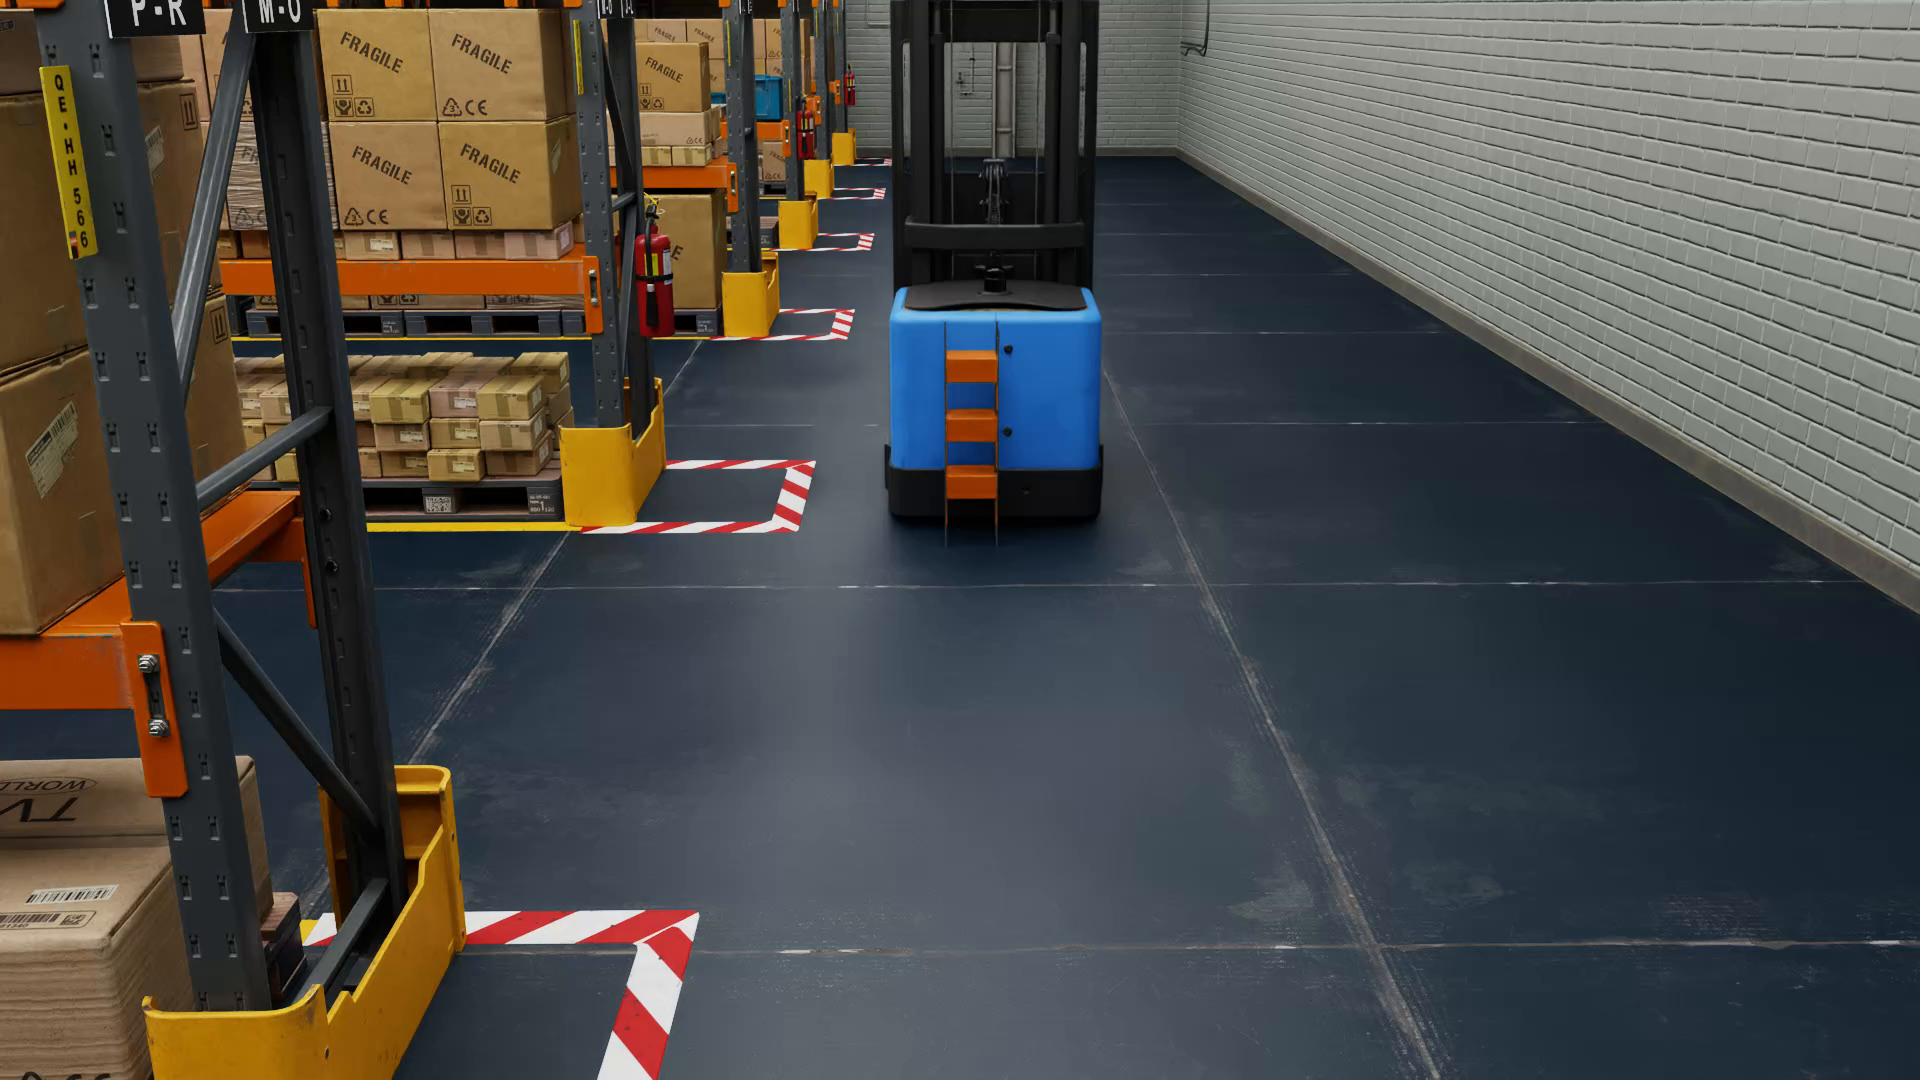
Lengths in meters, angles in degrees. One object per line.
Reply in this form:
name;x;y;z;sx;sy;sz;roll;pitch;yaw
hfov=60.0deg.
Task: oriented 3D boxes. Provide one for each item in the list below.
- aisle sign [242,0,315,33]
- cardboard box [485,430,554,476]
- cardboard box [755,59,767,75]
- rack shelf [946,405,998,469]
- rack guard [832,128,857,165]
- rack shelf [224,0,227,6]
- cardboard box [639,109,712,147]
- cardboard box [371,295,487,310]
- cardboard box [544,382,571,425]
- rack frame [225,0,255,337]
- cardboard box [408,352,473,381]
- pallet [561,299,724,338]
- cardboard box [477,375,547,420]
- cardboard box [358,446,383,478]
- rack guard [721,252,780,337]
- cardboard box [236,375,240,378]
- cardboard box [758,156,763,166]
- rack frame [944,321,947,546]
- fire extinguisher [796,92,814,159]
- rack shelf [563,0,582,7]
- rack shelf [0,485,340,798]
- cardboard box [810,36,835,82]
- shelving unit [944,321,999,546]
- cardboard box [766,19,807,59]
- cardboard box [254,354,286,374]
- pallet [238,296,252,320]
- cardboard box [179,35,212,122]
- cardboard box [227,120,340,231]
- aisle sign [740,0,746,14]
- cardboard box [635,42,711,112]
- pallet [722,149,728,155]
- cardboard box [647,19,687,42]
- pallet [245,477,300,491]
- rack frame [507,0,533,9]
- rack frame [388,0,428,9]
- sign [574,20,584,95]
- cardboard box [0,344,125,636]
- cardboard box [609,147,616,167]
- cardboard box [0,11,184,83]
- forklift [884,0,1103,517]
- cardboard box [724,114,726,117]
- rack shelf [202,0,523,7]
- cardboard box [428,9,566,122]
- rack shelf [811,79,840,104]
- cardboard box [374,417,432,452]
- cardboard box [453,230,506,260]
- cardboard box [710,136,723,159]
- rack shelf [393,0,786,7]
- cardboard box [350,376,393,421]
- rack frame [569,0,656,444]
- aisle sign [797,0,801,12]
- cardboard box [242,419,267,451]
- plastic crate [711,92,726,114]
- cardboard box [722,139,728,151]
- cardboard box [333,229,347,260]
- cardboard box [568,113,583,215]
aisle sign;-1.484;-1.488;3.521;0.004;0.787;0.394;0;18;-1
cardboard box;-2.254;-0.449;8.517;0.250;0.149;0.380;0;18;0
cardboard box;-2.823;-6.173;22.215;0.500;0.500;0.500;0;18;0
rack shelf;0.053;-0.490;7.891;0.240;0.259;0.215;0;18;-1
rack guard;-1.919;-6.537;27.606;0.348;0.500;1.175;0;18;-1
rack shelf;-7.707;-4.245;12.637;4.000;0.370;1.077;0;18;-1
cardboard box;-2.188;-3.175;12.794;0.500;0.250;0.500;-1;18;-2
cardboard box;-4.146;-2.340;13.224;0.875;0.875;0.875;0;18;-1
cardboard box;-2.259;-0.733;8.915;0.250;0.149;0.380;0;18;1
rack frame;-5.708;-3.169;13.016;0.127;3.000;1.000;0;18;-1
cardboard box;-2.788;-0.900;8.948;0.250;0.149;0.380;0;18;-1
pallet;-2.506;-1.833;13.415;1.213;0.211;1.003;0;18;-1
cardboard box;-2.256;-0.719;8.383;0.250;0.149;0.380;0;18;0
cardboard box;-3.022;-0.437;8.479;0.250;0.149;0.380;0;18;0
rack guard;-1.684;-1.998;13.458;0.348;0.500;1.175;0;18;-1
cardboard box;-3.820;-0.718;8.380;0.250;0.149;0.380;0;18;-1
cardboard box;-2.909;-5.196;23.115;0.500;0.250;0.500;0;18;-1
rack frame;-0.068;-0.500;7.886;0.008;1.050;0.200;0;18;-1
fire extinguisher;-1.628;-4.349;17.430;0.183;0.674;0.296;0;18;-1
rack shelf;-3.731;-2.749;7.974;4.000;0.370;1.077;0;18;-1
rack shelf;-3.551;0.191;3.721;4.000;0.370;1.077;0;18;-1
cardboard box;-2.452;-7.864;27.161;0.700;0.700;0.980;1;18;2
shelving unit;0.053;-0.500;7.888;0.252;1.050;0.215;0;18;-1
cardboard box;-2.301;-6.652;22.071;0.500;0.500;0.500;0;18;-1
cardboard box;-3.576;-0.888;8.910;0.250;0.149;0.380;0;18;0
pallet;-6.478;-1.815;13.358;1.213;0.211;1.003;0;18;-1
cardboard box;-3.740;-2.249;7.860;0.500;0.500;0.500;-1;18;-3
cardboard box;-3.198;-1.775;8.020;0.500;0.500;0.500;0;18;-1
aisle sign;-1.631;-4.335;12.394;0.004;0.787;0.394;0;18;-1
cardboard box;-2.191;-3.533;12.681;0.500;0.500;0.500;0;18;0
pallet;-3.958;-6.366;27.548;1.213;0.211;1.003;0;18;-1
cardboard box;-3.838;-6.642;22.043;0.500;0.500;0.500;0;18;1
pallet;-3.836;-0.347;8.783;1.213;0.211;1.003;0;18;-1
rack frame;-5.860;-6.195;22.448;0.127;3.000;1.000;0;18;-1
rack frame;-5.786;-4.682;17.732;0.127;3.000;1.000;0;18;-1
sign;-1.742;-2.205;7.598;0.005;0.325;0.100;0;18;-1
cardboard box;-2.030;-0.126;3.366;0.500;0.500;0.500;0;18;-1
cardboard box;-2.571;-2.964;12.787;0.250;0.149;0.380;0;18;-1
cardboard box;-1.911;-1.077;3.632;0.250;0.149;0.380;0;18;0
forklift;0.181;-1.904;9.185;1.130;2.935;3.031;0;18;0
cardboard box;-3.787;-7.067;27.508;0.250;0.149;0.380;0;18;0
rack shelf;-7.860;-7.271;22.069;4.000;0.370;1.077;0;18;-1
cardboard box;-2.184;-2.260;7.895;0.500;0.500;0.500;-1;18;-2
rack shelf;-3.942;-7.375;27.304;4.000;0.370;1.077;0;18;-1
cardboard box;-2.774;-0.564;8.389;0.250;0.149;0.380;-1;18;-3
cardboard box;-2.302;-1.476;8.149;0.250;0.149;0.380;0;18;-1
cardboard box;-2.068;-3.168;13.423;0.250;0.149;0.380;0;18;0
rack shelf;-3.786;-5.777;17.413;4.000;0.370;1.077;0;18;-1
cardboard box;-3.025;-0.713;8.366;0.250;0.149;0.380;-1;18;-3
rack frame;-1.731;-1.673;8.352;0.127;3.000;1.000;0;18;-1
aisle sign;-1.719;-6.030;17.678;0.004;0.787;0.394;0;18;-1
cardboard box;-3.548;-0.562;8.383;0.250;0.149;0.380;1;18;2
plastic crate;-2.697;-4.746;18.108;0.300;0.233;0.416;0;18;-1
cardboard box;-3.644;-6.698;27.420;0.500;0.500;0.700;-1;18;-3
cardboard box;-3.071;-1.469;8.128;0.250;0.149;0.380;-1;18;-3
cardboard box;-2.184;-1.944;8.548;0.500;0.500;0.500;1;18;2
